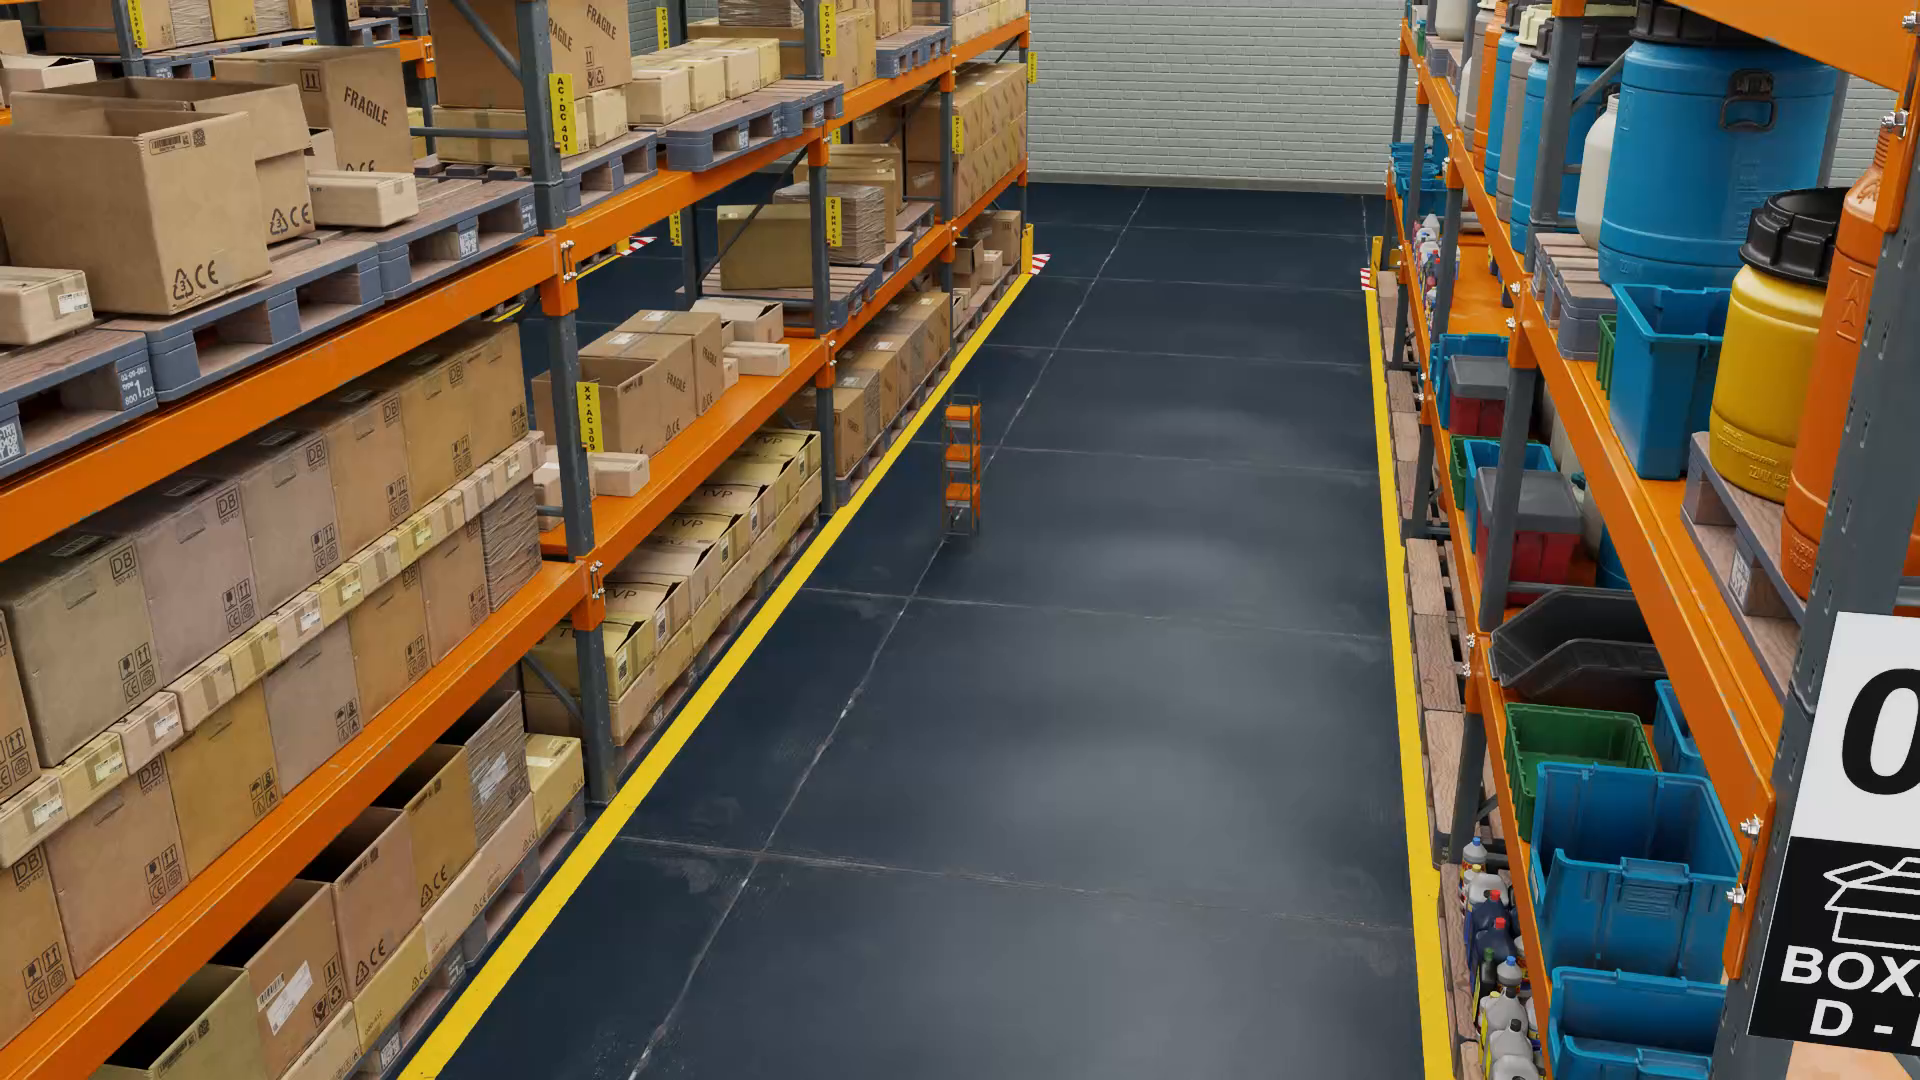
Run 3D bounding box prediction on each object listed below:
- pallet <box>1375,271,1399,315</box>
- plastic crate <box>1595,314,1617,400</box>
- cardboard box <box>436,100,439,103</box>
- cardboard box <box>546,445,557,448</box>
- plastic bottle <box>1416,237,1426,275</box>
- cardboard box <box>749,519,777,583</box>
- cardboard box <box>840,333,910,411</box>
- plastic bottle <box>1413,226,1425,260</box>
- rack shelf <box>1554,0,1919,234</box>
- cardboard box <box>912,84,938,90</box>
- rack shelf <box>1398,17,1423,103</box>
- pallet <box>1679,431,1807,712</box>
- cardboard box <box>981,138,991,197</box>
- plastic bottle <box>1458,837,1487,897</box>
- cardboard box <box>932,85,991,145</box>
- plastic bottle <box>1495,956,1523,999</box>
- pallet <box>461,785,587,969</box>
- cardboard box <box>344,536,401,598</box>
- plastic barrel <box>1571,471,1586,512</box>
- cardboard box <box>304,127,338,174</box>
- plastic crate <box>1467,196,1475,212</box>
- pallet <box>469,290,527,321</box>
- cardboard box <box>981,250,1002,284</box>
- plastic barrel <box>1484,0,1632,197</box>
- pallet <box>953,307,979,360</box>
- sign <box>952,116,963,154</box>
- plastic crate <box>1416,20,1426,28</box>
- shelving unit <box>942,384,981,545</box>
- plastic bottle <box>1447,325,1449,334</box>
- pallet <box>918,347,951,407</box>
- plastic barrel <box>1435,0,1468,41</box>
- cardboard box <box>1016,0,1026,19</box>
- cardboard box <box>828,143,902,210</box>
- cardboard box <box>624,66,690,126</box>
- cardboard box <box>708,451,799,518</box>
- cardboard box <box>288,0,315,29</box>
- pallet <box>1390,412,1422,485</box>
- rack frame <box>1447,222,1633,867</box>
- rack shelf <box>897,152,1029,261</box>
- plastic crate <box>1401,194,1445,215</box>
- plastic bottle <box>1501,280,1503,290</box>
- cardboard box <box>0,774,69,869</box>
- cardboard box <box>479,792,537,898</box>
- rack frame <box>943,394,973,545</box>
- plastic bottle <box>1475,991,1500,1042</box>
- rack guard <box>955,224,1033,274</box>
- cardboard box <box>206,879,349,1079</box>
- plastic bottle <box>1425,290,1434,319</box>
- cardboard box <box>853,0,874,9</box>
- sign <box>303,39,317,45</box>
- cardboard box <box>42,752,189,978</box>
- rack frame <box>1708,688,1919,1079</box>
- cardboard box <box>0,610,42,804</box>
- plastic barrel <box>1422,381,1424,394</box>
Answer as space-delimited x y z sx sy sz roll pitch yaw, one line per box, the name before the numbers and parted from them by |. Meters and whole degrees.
pallet | 4.894 -2.567 17.445 1.003 0.211 1.213 4 22 11
plastic crate | 2.063 -0.507 4.867 0.336 0.188 0.450 4 22 11
cardboard box | -4.995 -4.321 17.666 0.980 0.700 0.700 3 22 8
cardboard box | -2.197 -0.423 8.568 0.396 0.266 0.258 4 22 10
plastic bottle | 3.610 -2.216 12.996 0.061 0.283 0.133 4 22 11
cardboard box | -1.456 0.052 10.328 0.500 0.250 0.500 5 22 12
cardboard box | -0.698 -1.368 13.492 0.500 0.500 0.500 4 22 9
plastic bottle | 3.739 -2.407 13.487 0.097 0.271 0.097 0 22 0
rack shelf | 2.243 -1.303 4.041 1.077 0.370 4.000 4 22 11
cardboard box | -0.510 -4.162 16.200 0.500 0.500 0.500 5 22 11
rack shelf | 4.692 -4.485 15.423 1.077 0.370 4.000 4 22 11
pallet | 2.100 0.093 3.344 1.003 0.211 1.213 4 22 11
cardboard box | 0.012 -3.658 16.286 0.500 0.500 0.500 4 22 11
plastic bottle | 2.157 1.374 6.990 0.097 0.271 0.097 0 22 0
cardboard box | 0.017 -4.113 16.079 0.500 0.500 0.500 4 22 9
plastic bottle | 2.049 1.680 6.230 0.097 0.271 0.097 0 22 0
pallet | -2.400 1.432 7.516 1.003 0.211 1.213 4 22 11
cardboard box | -2.303 0.083 6.129 0.380 0.149 0.250 5 22 12
plastic barrel | 3.072 -0.179 7.967 0.301 0.262 0.301 0 22 0
cardboard box | -2.668 -1.398 6.163 0.500 0.311 0.500 3 22 8
plastic crate | 4.712 -3.061 14.773 0.402 0.464 0.583 4 22 11
pallet | -5.183 -2.430 17.105 1.003 0.211 1.213 4 22 11
cardboard box | 0.159 -2.904 17.641 0.500 0.250 0.500 4 22 11
plastic barrel | 2.810 -2.075 7.805 0.600 0.901 0.708 4 22 11
pallet | -0.423 -2.033 16.119 1.003 0.211 1.213 4 22 11
sign | -0.020 -3.571 14.656 0.100 0.325 0.005 4 22 11
plastic crate | 4.157 -4.367 14.391 0.416 0.233 0.300 4 22 11
shelving unit | 0.011 -0.507 11.206 0.215 1.050 0.252 4 22 11
plastic bottle | 3.174 -1.363 10.987 0.097 0.201 0.097 0 22 0
pallet | -0.693 -1.481 14.749 1.003 0.211 1.213 4 22 11
plastic barrel | 3.931 -4.172 12.938 0.433 0.535 0.433 0 22 0
cardboard box | 0.405 -5.652 17.558 0.500 0.250 0.500 4 22 11
cardboard box | -0.880 -3.160 14.489 0.700 0.500 0.500 -3 22 -7
cardboard box | -1.747 -2.361 8.823 0.500 0.250 0.500 3 22 6
cardboard box | -1.346 -0.391 10.677 0.500 0.311 0.500 4 22 10
cardboard box | -5.752 -4.571 13.951 0.700 0.500 0.500 4 22 10
pallet | 3.839 -0.676 12.750 1.003 0.211 1.213 4 22 11
rack frame | 2.652 0.229 6.769 1.000 3.000 0.127 4 22 11
rack shelf | -0.156 -3.473 16.925 1.077 0.370 4.000 4 22 11
plastic crate | 4.249 -3.026 15.141 0.437 0.125 0.590 4 22 11
plastic bottle | 4.142 -2.018 12.522 0.097 0.271 0.097 0 22 0
cardboard box | -2.671 0.742 4.493 0.380 0.149 0.250 4 22 10
cardboard box | -2.189 1.300 7.230 0.500 0.250 0.500 4 22 11
rack frame | -0.014 -0.462 11.095 0.200 1.050 0.008 4 22 11
plastic bottle | 1.961 1.758 6.131 0.097 0.201 0.097 0 22 0
rack guard | 0.236 -3.351 19.004 1.175 0.500 0.348 4 22 11
cardboard box | -2.496 1.500 5.728 0.500 0.500 0.500 4 22 11
plastic bottle | 3.340 -1.661 11.727 0.097 0.201 0.097 0 22 0
cardboard box | -1.009 -4.088 12.643 0.600 0.600 0.600 4 22 9
sign | -2.730 -1.964 7.088 0.100 0.325 0.005 4 22 11
cardboard box | -2.803 0.905 4.958 0.700 0.500 0.500 5 22 12
rack frame | 1.835 1.692 3.136 1.000 3.000 0.127 4 22 11
cardboard box | -2.894 0.476 4.286 0.700 0.500 0.500 5 22 11
plastic barrel | 4.012 -1.461 13.213 0.600 0.901 0.708 4 22 11
